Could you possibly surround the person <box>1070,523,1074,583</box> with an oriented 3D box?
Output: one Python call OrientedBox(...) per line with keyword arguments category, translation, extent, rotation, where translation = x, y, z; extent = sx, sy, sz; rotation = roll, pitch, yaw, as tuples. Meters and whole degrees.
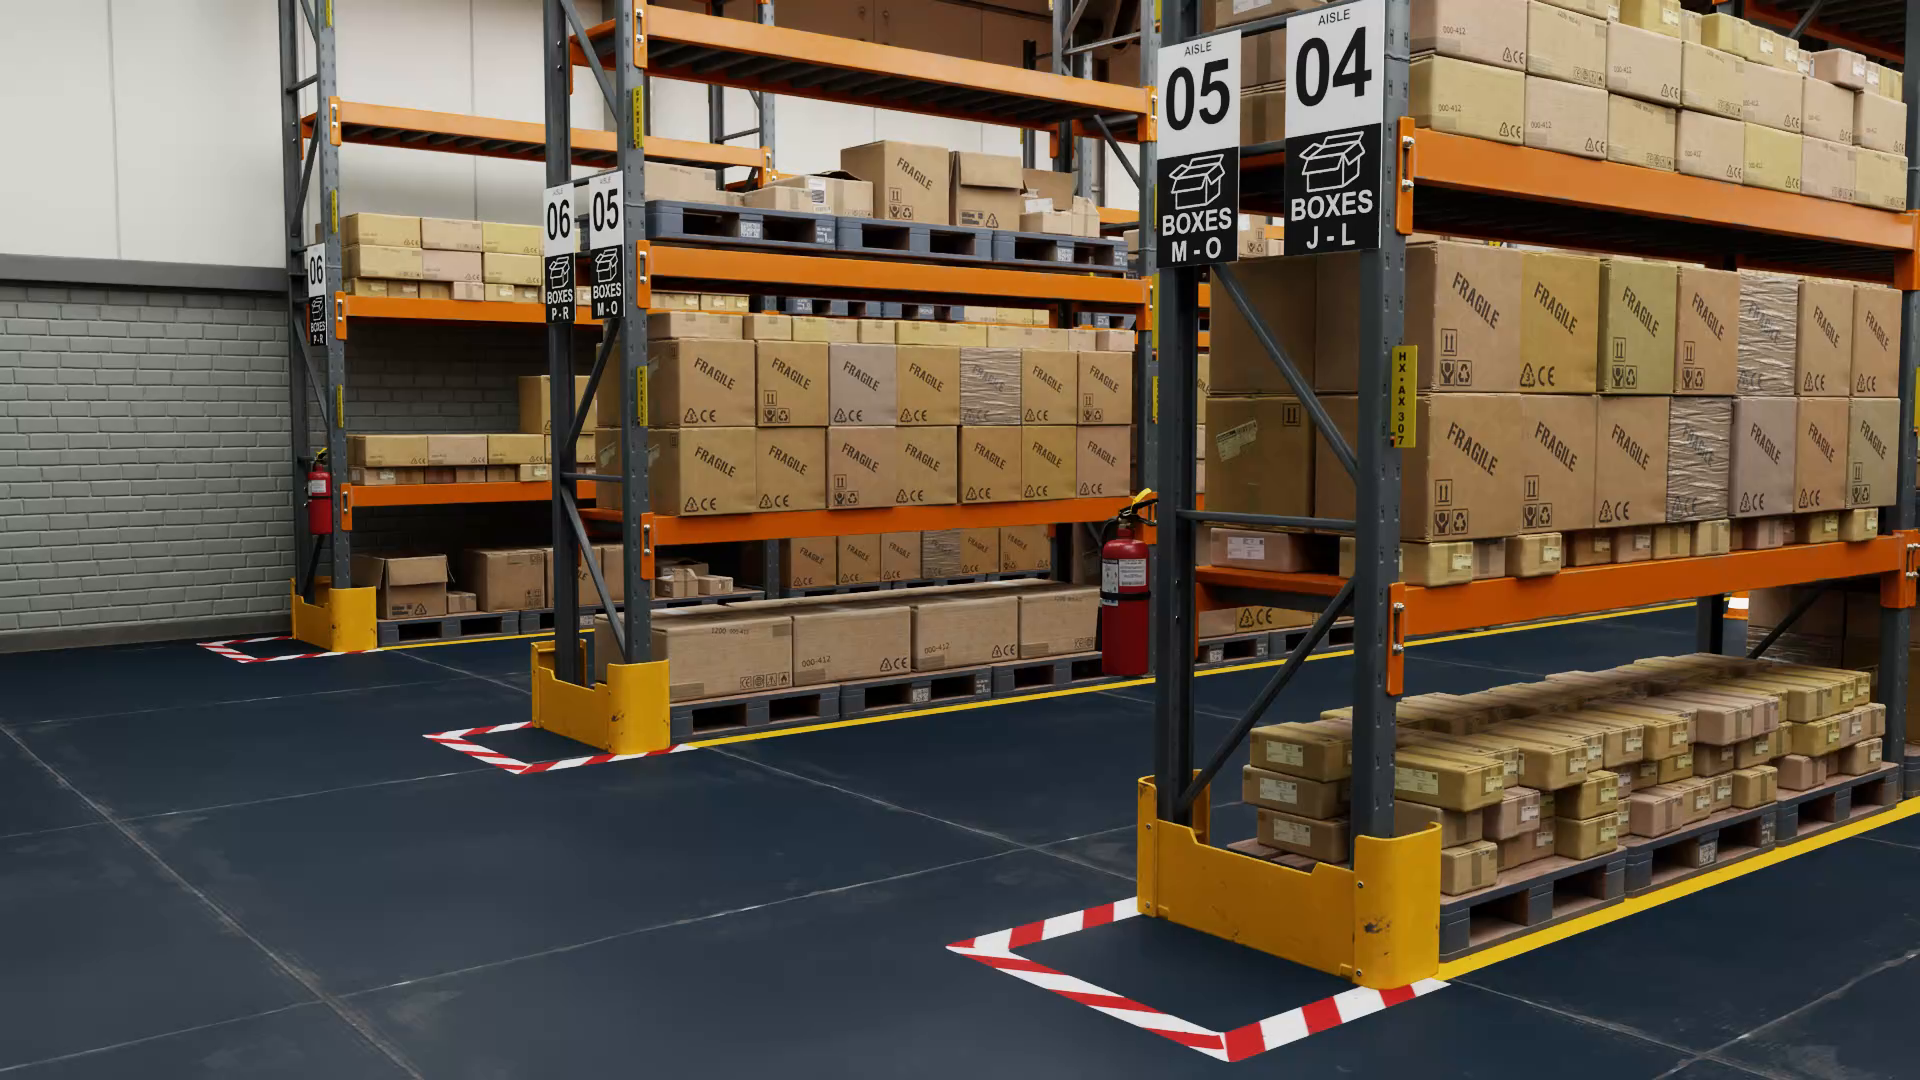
OrientedBox(category="person", translation=(1.059, -0.162, 15.552), extent=(0.439, 1.683, 0.461), rotation=(-4, 6, -44))
